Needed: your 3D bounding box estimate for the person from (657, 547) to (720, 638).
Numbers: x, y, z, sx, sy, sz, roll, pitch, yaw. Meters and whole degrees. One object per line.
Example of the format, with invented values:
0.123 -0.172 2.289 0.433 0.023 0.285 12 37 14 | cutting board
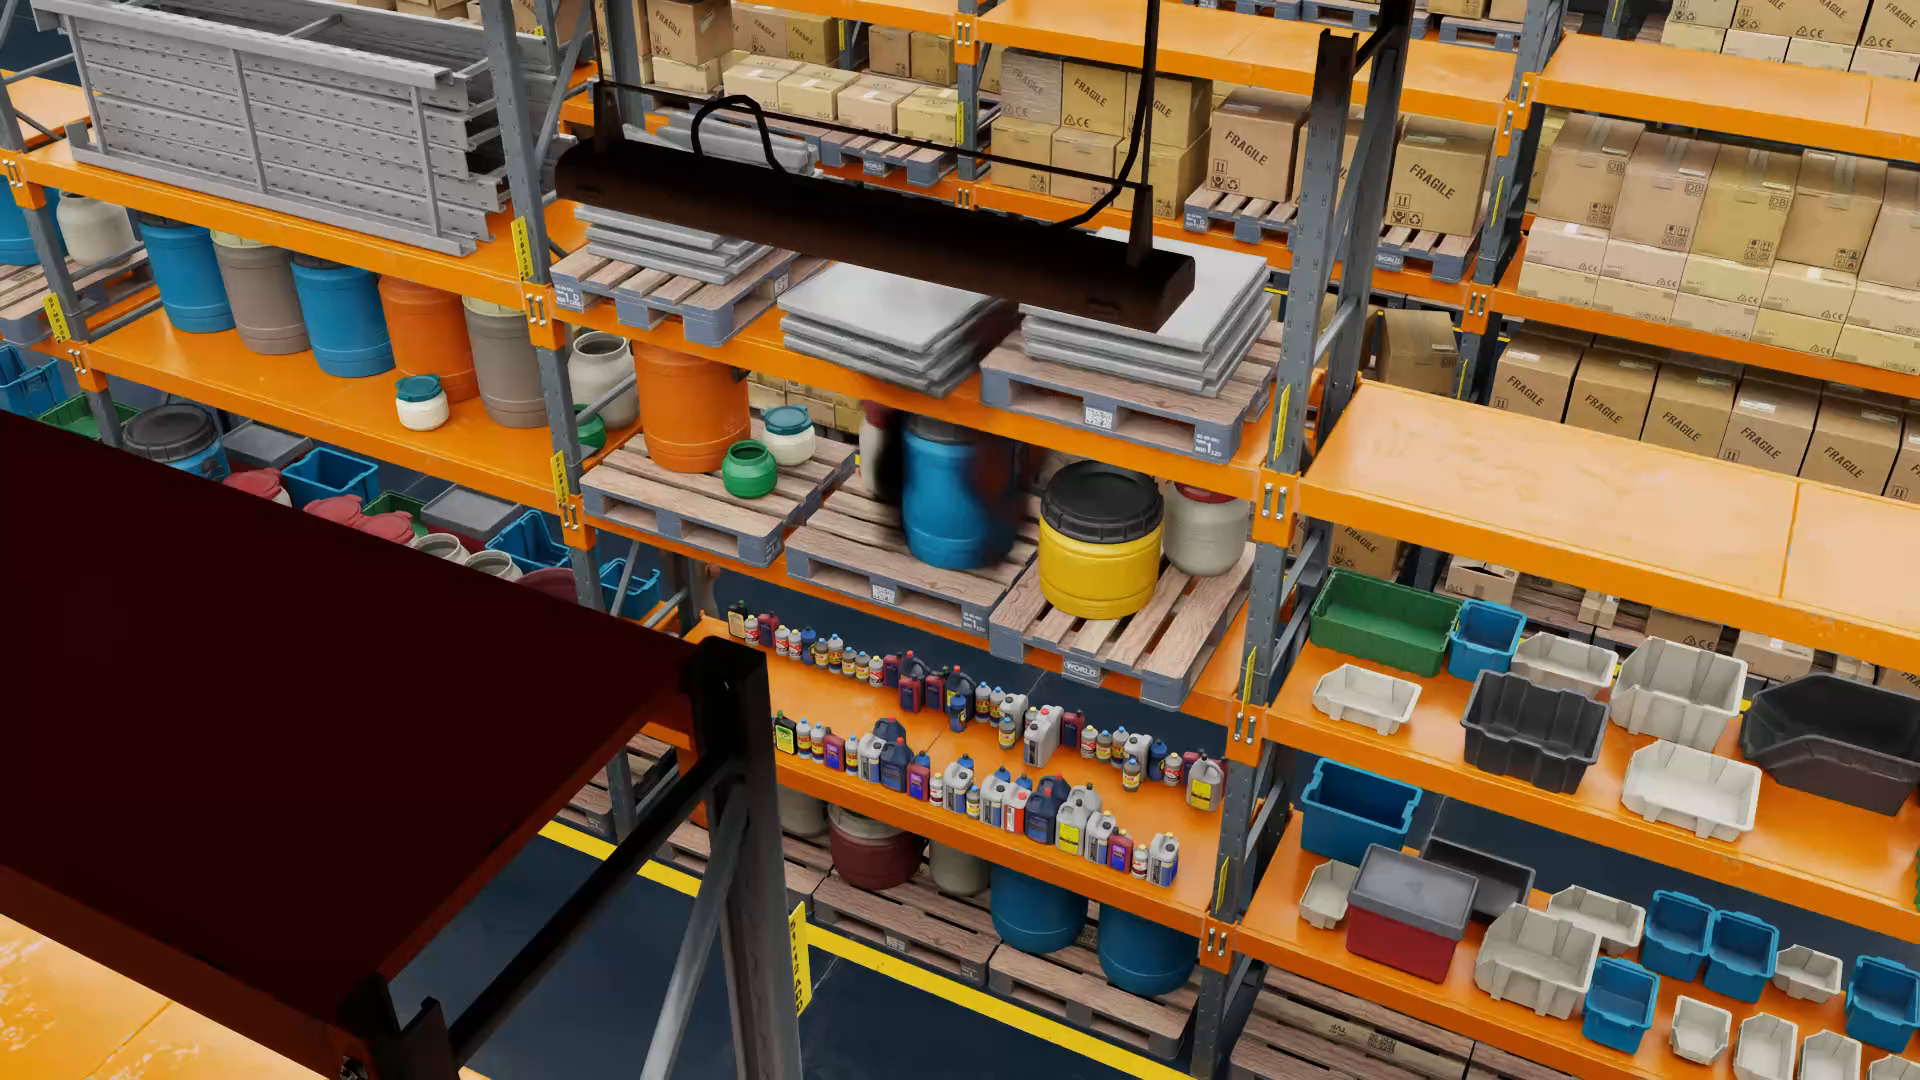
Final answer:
-2.032 0.095 12.228 0.621 1.736 0.371 23 41 29 | person
